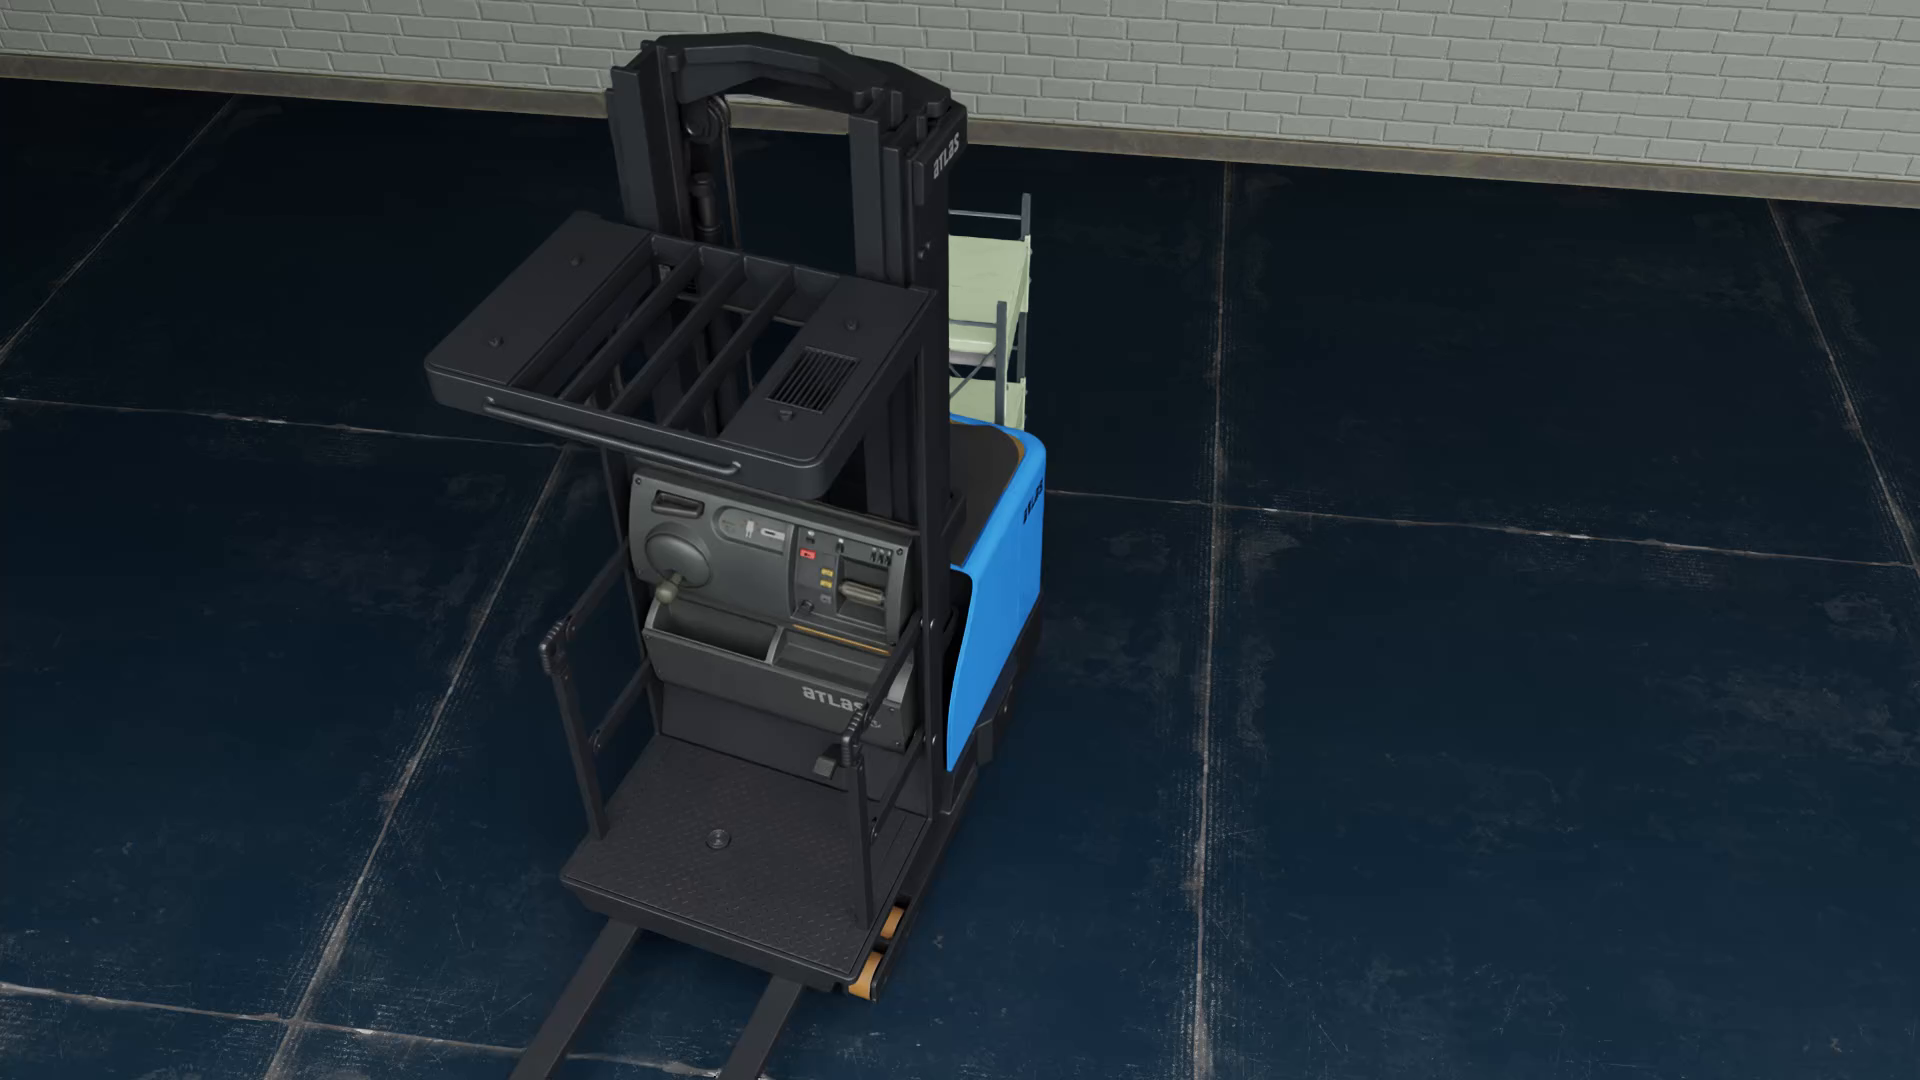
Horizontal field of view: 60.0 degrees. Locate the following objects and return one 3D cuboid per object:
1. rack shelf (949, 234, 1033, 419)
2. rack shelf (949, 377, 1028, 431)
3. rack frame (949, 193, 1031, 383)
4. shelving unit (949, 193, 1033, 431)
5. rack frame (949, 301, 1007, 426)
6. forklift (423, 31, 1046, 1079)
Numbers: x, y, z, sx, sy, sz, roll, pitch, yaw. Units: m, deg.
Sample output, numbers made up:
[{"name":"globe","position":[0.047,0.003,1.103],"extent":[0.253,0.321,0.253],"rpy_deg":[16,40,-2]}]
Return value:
[{"name":"rack shelf","position":[0.025,-0.862,6.524],"extent":[0.431,0.370,0.720],"rpy_deg":[6,44,6]},{"name":"rack shelf","position":[0.025,-0.342,7.016],"extent":[0.431,0.370,0.720],"rpy_deg":[6,44,6]},{"name":"rack frame","position":[0.080,-0.827,7.055],"extent":[0.400,1.500,0.023],"rpy_deg":[6,44,6]},{"name":"shelving unit","position":[0.025,-0.578,6.792],"extent":[0.431,1.500,0.755],"rpy_deg":[6,44,6]},{"name":"rack frame","position":[-0.030,-0.330,6.529],"extent":[0.400,1.500,0.023],"rpy_deg":[6,44,6]},{"name":"forklift","position":[-0.673,0.155,4.976],"extent":[1.130,2.935,3.031],"rpy_deg":[15,45,15]}]
